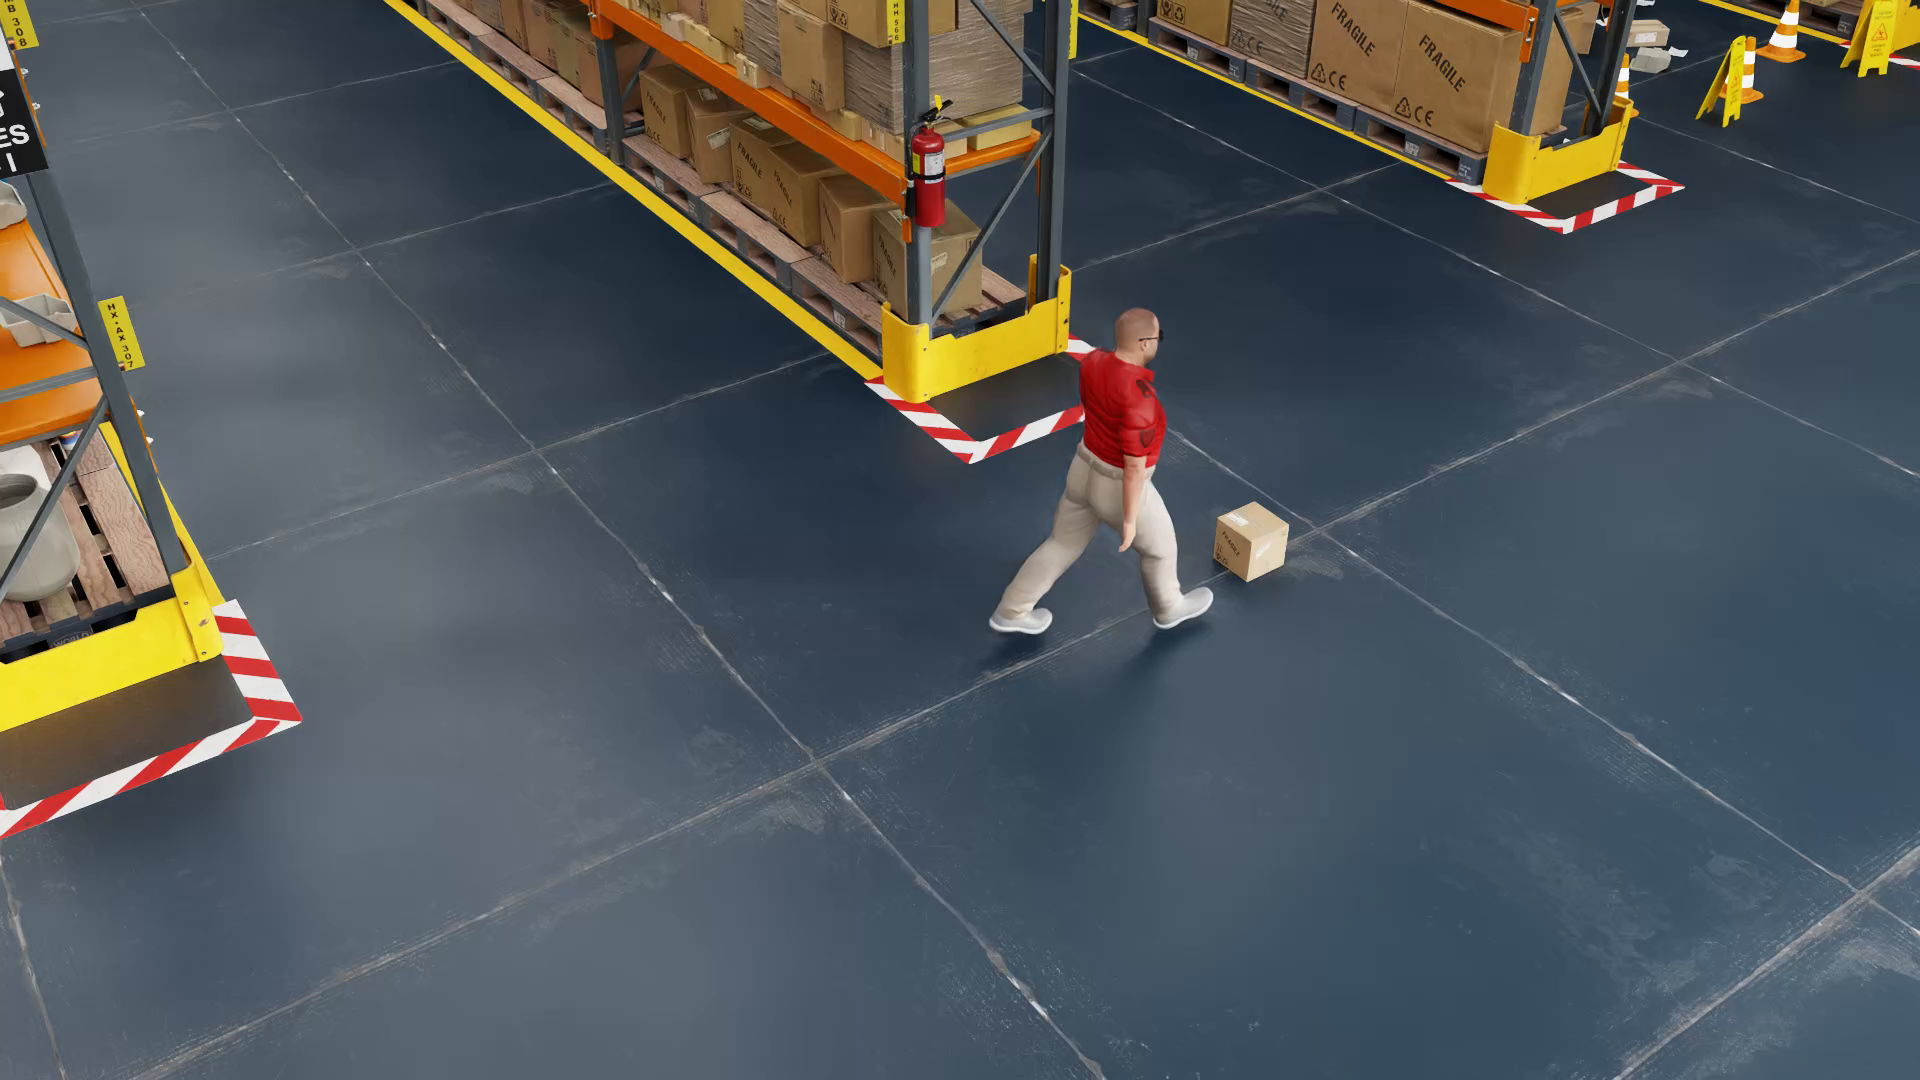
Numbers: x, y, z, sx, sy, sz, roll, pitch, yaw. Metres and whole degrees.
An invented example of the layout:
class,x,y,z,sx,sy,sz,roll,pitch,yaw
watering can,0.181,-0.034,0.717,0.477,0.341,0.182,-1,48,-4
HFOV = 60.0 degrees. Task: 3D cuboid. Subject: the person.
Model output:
class,x,y,z,sx,sy,sz,roll,pitch,yaw
person,0.692,-0.259,7.386,1.056,1.677,0.557,-20,41,-25
